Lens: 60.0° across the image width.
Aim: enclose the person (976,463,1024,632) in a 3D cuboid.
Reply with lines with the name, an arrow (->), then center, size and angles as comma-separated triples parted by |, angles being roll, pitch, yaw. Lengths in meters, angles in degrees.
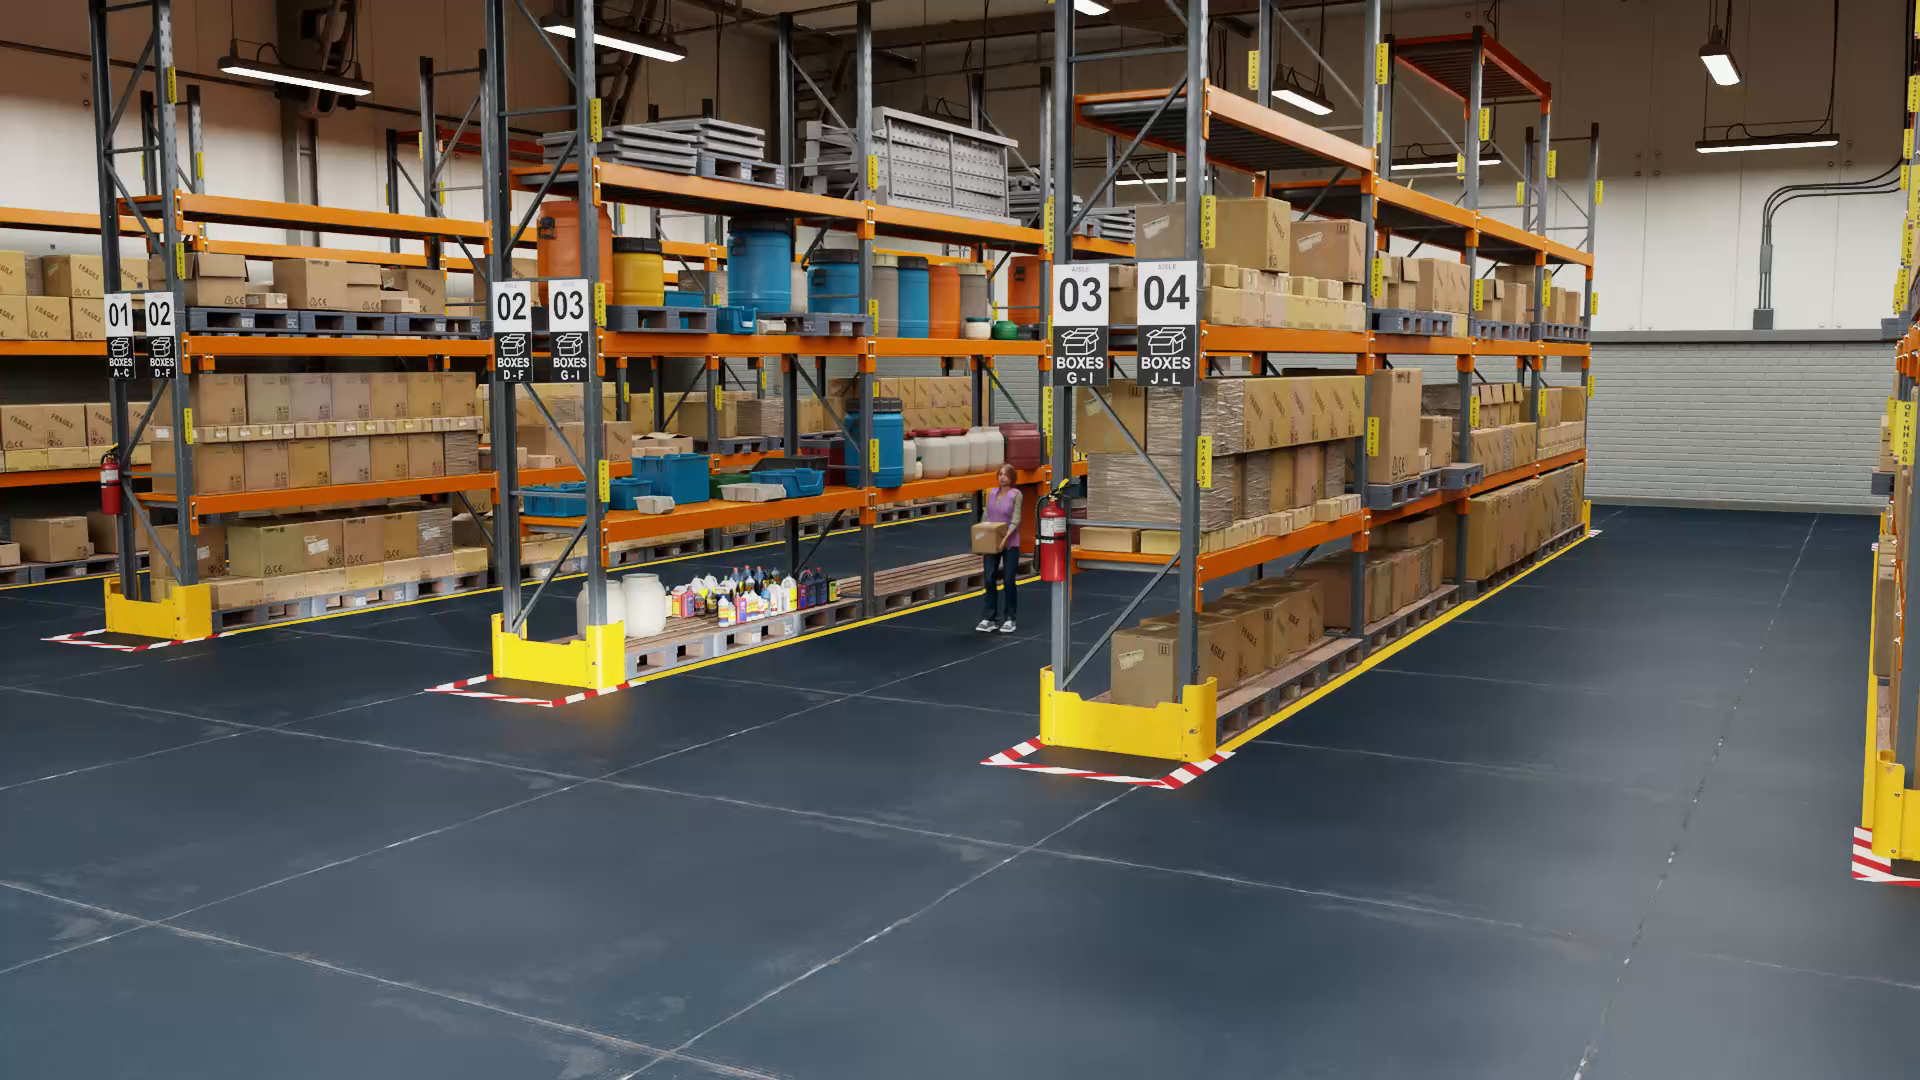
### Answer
person -> 0.376, 0.078, 15.818 | 0.414, 1.599, 0.476 | 3, 7, 28
